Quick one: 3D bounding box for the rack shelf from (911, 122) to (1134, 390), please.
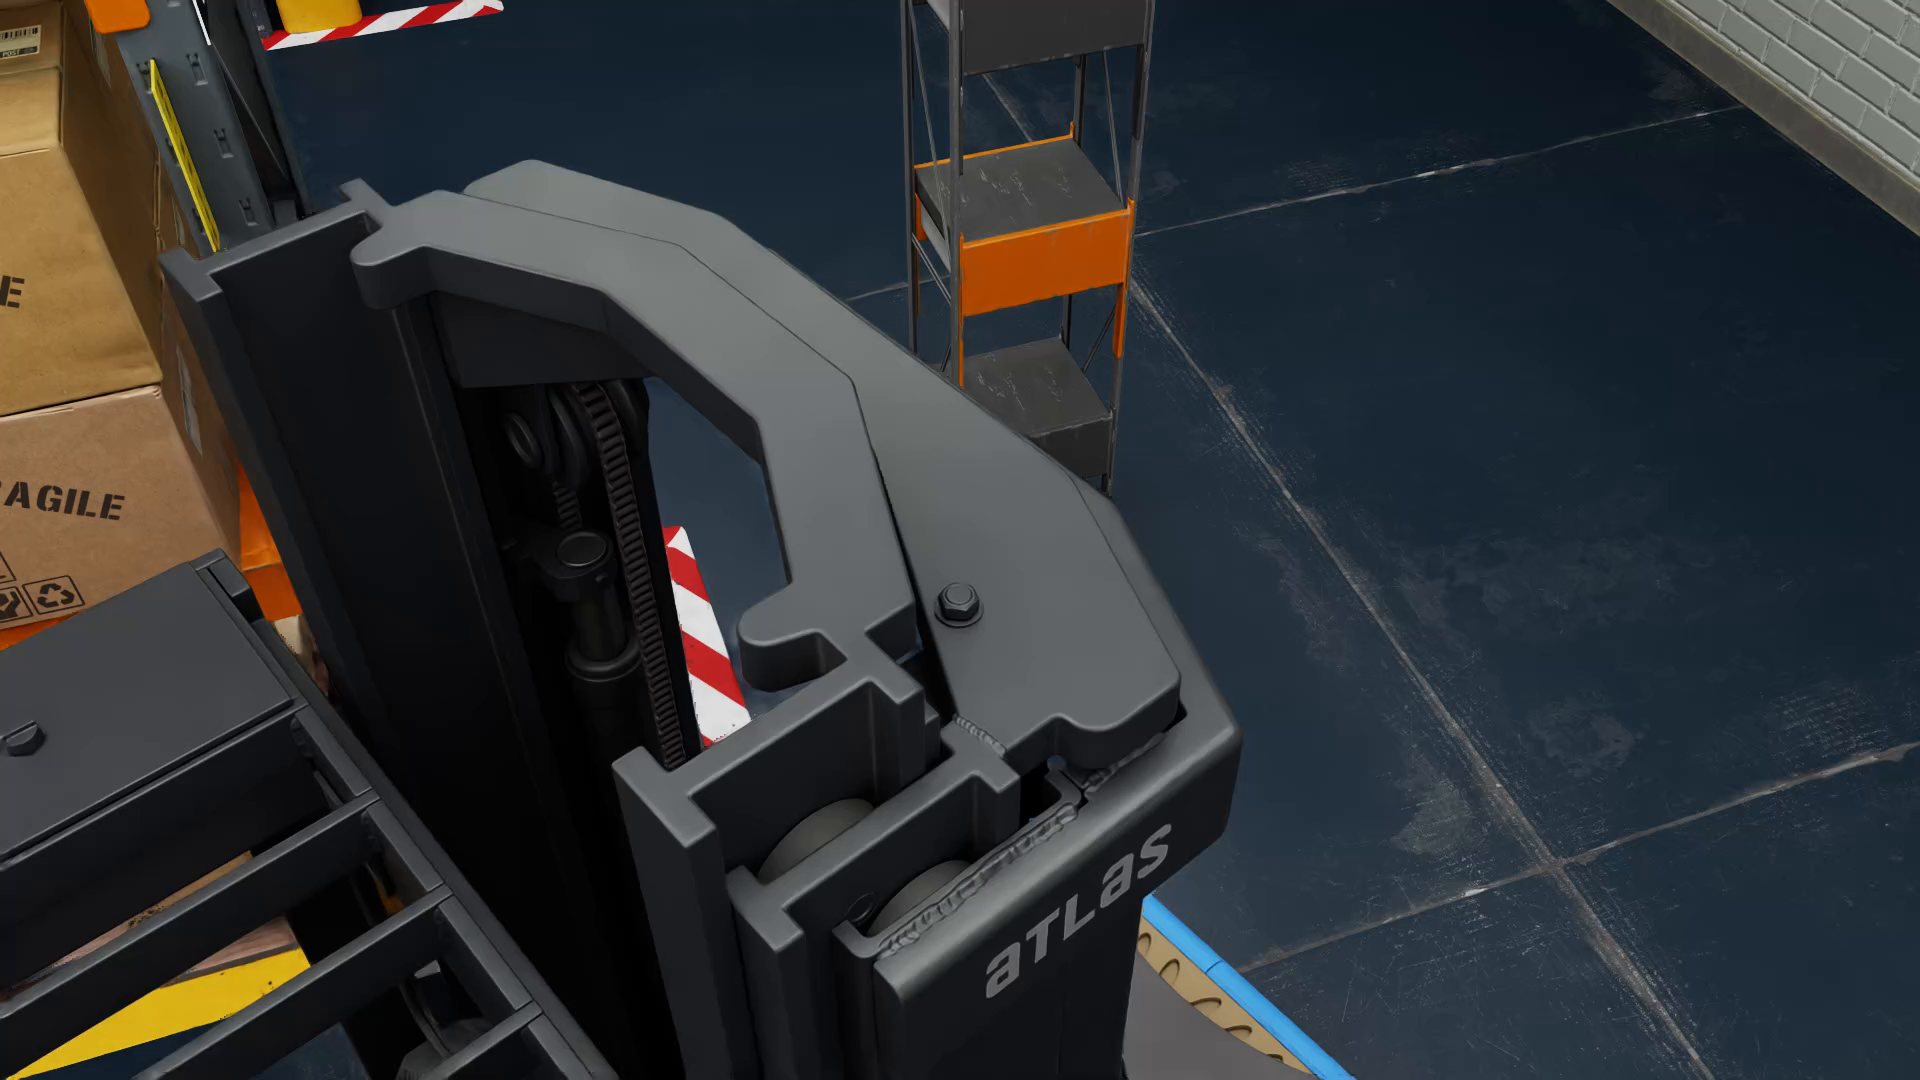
[{"bbox_3d":[0.156,-0.771,4.556,0.480,0.518,0.431,-14,47,-14],"label":"rack shelf"}]

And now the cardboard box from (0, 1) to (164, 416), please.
[{"bbox_3d":[-1.749,-0.562,2.916,0.500,0.500,0.500,-15,47,-14],"label":"cardboard box"}]

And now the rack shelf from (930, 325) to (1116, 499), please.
[{"bbox_3d":[0.156,-0.277,5.051,0.480,0.518,0.431,-14,47,-14],"label":"rack shelf"}]

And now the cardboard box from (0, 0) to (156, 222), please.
[{"bbox_3d":[-1.931,-0.921,3.273,0.500,0.500,0.500,-13,47,-13],"label":"cardboard box"}]

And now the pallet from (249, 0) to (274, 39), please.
[{"bbox_3d":[-3.835,-2.534,7.627,1.213,0.211,1.003,-14,47,-14],"label":"pallet"}]

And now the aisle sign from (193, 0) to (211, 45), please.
[{"bbox_3d":[-1.256,-1.194,2.487,0.004,0.787,0.394,-14,47,-14],"label":"aisle sign"}]

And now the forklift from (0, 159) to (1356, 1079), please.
[{"bbox_3d":[-0.650,1.162,2.023,3.031,2.935,1.130,-32,53,-28],"label":"forklift"}]

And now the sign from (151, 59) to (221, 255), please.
[{"bbox_3d":[-1.255,-0.609,2.699,0.005,0.325,0.100,-14,47,-14],"label":"sign"}]

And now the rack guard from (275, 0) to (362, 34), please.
[{"bbox_3d":[-3.087,-2.886,7.774,0.348,0.500,1.175,-14,47,-14],"label":"rack guard"}]

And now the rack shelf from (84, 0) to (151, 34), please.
[{"bbox_3d":[-3.305,-0.788,2.307,4.000,0.370,1.077,-14,47,-14],"label":"rack shelf"}]

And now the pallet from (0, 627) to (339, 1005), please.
[{"bbox_3d":[-2.245,0.731,4.372,1.213,0.211,1.003,-14,47,-14],"label":"pallet"}]

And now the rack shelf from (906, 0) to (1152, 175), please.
[{"bbox_3d":[0.156,-1.266,4.060,0.480,0.518,0.431,-14,47,-14],"label":"rack shelf"}]

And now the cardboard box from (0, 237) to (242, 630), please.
[{"bbox_3d":[-1.753,-0.210,3.271,0.500,0.500,0.500,-13,47,-13],"label":"cardboard box"}]

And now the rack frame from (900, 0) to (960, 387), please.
[{"bbox_3d":[-0.074,-0.722,4.487,0.015,2.100,0.400,-14,47,-14],"label":"rack frame"}]

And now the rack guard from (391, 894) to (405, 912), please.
[{"bbox_3d":[-1.496,0.437,4.461,0.348,0.500,1.175,-14,47,-14],"label":"rack guard"}]

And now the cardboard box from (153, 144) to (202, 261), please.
[{"bbox_3d":[-1.931,-0.568,3.628,0.500,0.500,0.500,-13,47,-13],"label":"cardboard box"}]

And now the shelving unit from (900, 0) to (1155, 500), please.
[{"bbox_3d":[0.156,-0.781,4.546,0.503,2.100,0.431,-14,47,-14],"label":"shelving unit"}]

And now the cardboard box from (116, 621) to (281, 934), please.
[{"bbox_3d":[-1.852,0.558,4.030,0.500,0.500,0.500,-14,47,-14],"label":"cardboard box"}]

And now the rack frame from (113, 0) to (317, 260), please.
[{"bbox_3d":[-1.424,-0.464,3.594,0.127,3.000,1.000,-14,47,-14],"label":"rack frame"}]

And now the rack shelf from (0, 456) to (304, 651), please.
[{"bbox_3d":[-3.305,0.271,3.370,4.000,0.370,1.077,-14,47,-14],"label":"rack shelf"}]

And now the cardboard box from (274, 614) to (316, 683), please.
[{"bbox_3d":[-1.935,0.259,4.576,0.250,0.149,0.380,-14,47,-14],"label":"cardboard box"}]

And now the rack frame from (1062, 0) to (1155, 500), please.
[{"bbox_3d":[0.385,-0.840,4.604,0.015,2.100,0.400,-14,47,-14],"label":"rack frame"}]
